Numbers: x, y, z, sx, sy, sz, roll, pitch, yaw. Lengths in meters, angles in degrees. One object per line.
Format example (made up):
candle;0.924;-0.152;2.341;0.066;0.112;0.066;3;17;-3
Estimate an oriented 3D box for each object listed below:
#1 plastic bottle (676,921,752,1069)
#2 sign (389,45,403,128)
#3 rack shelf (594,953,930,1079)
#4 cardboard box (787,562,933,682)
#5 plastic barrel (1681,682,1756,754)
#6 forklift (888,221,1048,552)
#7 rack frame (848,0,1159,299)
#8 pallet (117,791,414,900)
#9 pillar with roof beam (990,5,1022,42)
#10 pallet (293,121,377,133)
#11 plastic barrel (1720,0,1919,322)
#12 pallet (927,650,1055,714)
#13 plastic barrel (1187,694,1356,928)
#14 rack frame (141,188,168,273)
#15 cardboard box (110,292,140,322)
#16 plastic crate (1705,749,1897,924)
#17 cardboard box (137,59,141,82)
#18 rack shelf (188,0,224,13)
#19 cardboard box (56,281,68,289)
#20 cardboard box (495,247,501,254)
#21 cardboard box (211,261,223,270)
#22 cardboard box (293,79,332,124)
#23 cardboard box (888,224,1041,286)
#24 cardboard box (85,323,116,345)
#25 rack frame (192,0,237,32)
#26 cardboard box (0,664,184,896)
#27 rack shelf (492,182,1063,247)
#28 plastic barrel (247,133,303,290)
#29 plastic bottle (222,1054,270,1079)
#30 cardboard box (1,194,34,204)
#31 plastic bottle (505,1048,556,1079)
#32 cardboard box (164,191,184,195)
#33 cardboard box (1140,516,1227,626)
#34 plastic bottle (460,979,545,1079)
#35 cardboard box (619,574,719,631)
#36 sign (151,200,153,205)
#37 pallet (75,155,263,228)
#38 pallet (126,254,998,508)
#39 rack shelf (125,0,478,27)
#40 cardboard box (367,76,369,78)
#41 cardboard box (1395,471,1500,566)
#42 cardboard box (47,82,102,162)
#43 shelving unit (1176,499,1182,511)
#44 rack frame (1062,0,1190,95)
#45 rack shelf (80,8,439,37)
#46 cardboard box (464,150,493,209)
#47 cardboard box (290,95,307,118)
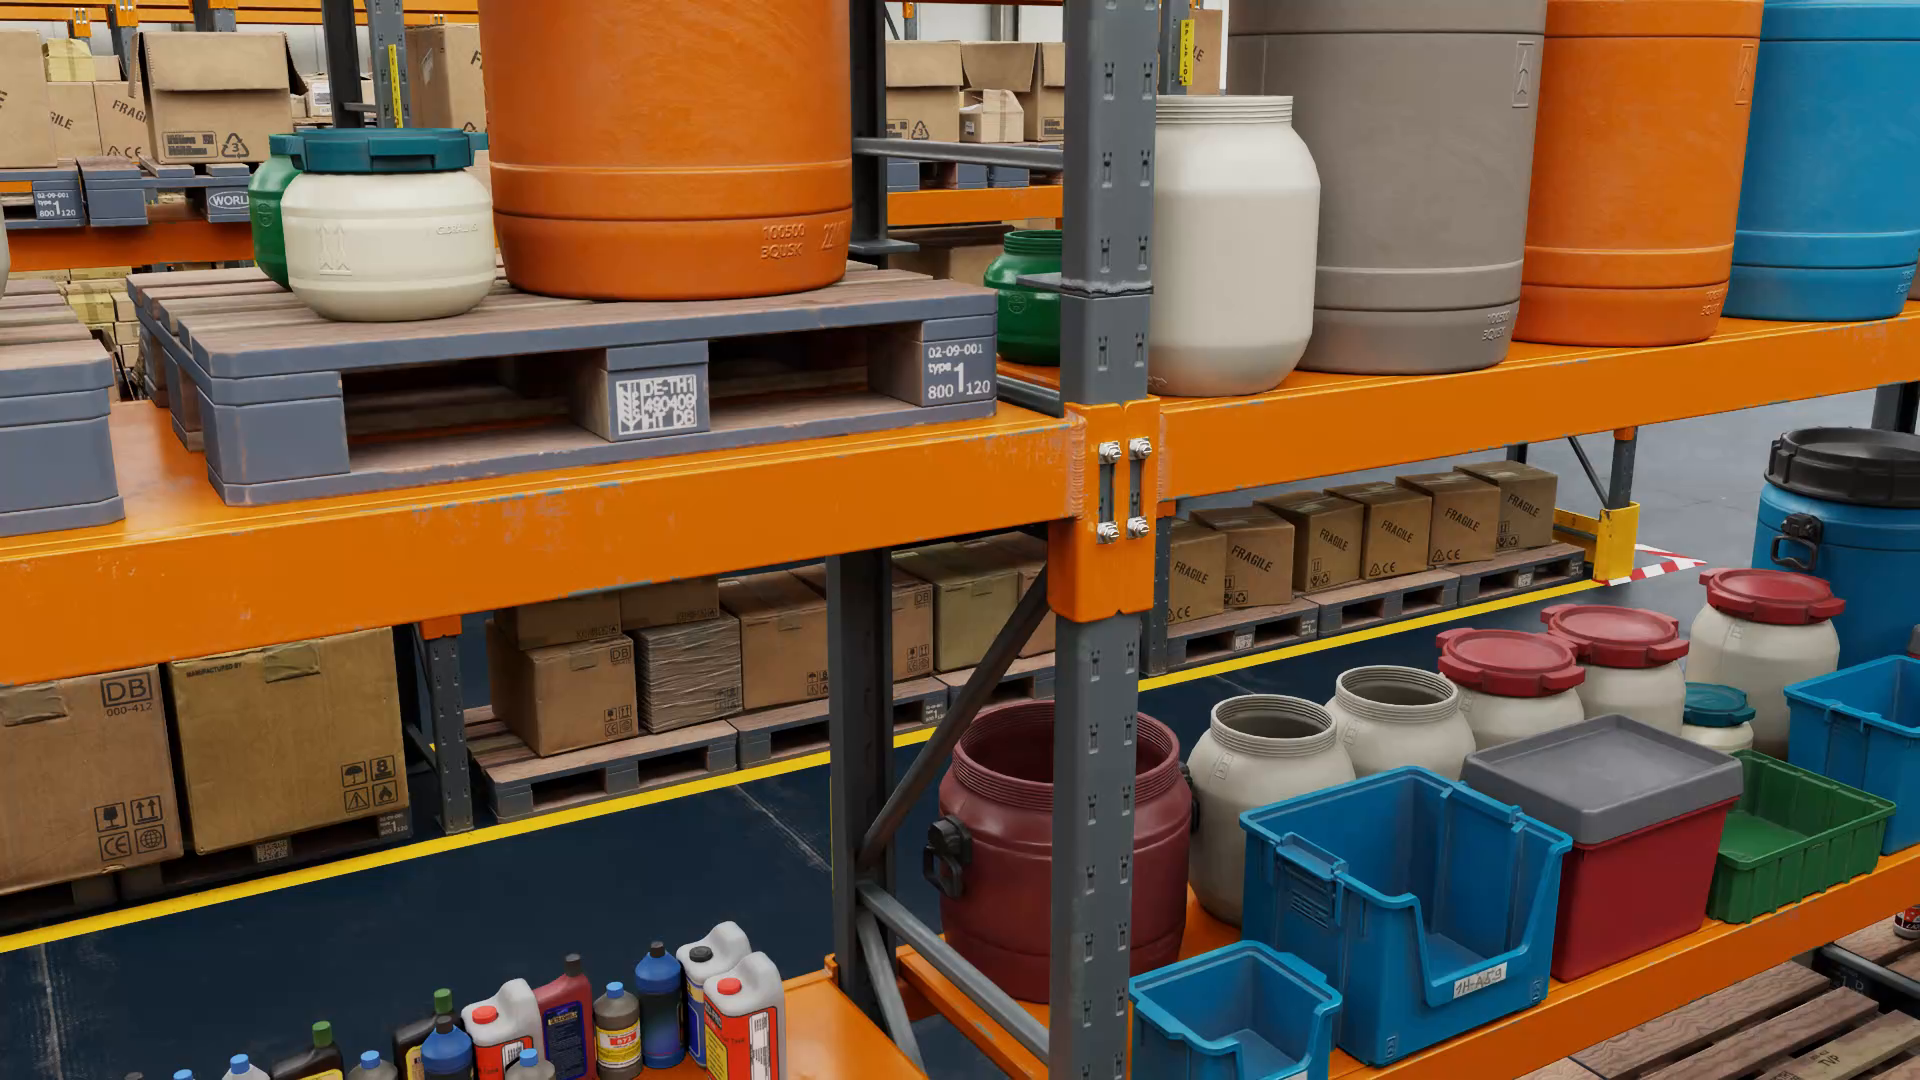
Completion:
plastic bottle;-0.530;0.976;3.599;0.135;0.276;0.152;-9;18;-30
sign;-2.264;-1.817;6.671;0.005;0.325;0.100;-9;18;-30
rack shelf;-1.707;1.556;2.636;4.000;0.370;1.077;-9;18;-30
cardboard box;-0.550;0.441;9.094;0.500;0.500;0.700;-11;19;-34
plastic barrel;2.223;0.590;5.003;0.301;0.262;0.301;0;16;0
forklift;-0.521;-1.318;11.682;3.031;2.935;1.130;-10;19;-32
rack frame;0.008;-1.957;2.721;0.127;3.000;1.000;-9;18;-30
pallet;-3.258;1.220;7.666;1.213;0.211;1.003;-9;18;-30
pillar with roof beam;2.950;-7.606;22.871;0.400;9.000;9.100;-9;18;-30
pallet;-4.486;-2.831;11.746;1.003;0.211;1.213;-8;18;-27
plastic barrel;1.991;-1.008;3.961;0.708;0.901;0.600;-9;18;-30
pallet;0.219;0.681;9.591;1.213;0.211;1.003;-9;18;-30
plastic barrel;0.780;0.685;4.202;0.421;0.512;0.421;0;16;0
rack frame;-7.647;-2.508;15.798;0.127;3.000;1.000;-9;18;-30
cardboard box;-5.411;-1.535;10.915;0.250;0.149;0.380;-9;18;-30
plastic crate;2.089;0.785;4.446;0.662;0.188;0.450;-9;18;-30
cardboard box;-5.224;-3.121;10.826;0.258;0.266;0.396;-9;18;-30
rack shelf;-6.725;-3.448;10.112;4.000;0.370;1.077;-9;18;-30
cardboard box;-8.376;-2.230;15.087;0.500;0.250;0.500;-9;18;-29
cardboard box;-3.749;-2.108;12.336;0.500;0.500;0.700;-10;18;-31
cardboard box;-7.013;-2.622;15.895;0.250;0.149;0.380;-11;19;-33
cardboard box;-6.354;-4.220;16.159;0.637;0.503;0.797;-9;18;-30
cardboard box;0.133;-1.184;9.186;1.000;1.000;1.000;-9;18;-29
cardboard box;-5.652;-1.352;10.812;0.250;0.149;0.380;-9;18;-28
rack frame;-5.011;-4.265;10.953;0.127;3.000;1.000;-9;18;-30
cardboard box;-3.913;0.819;7.088;0.875;0.875;1.225;-9;18;-30
rack shelf;-0.829;-1.591;8.302;4.000;0.370;1.077;-9;18;-30
plastic barrel;-1.019;-0.546;2.754;0.294;0.245;0.294;0;16;0
plastic bottle;-1.352;1.103;3.155;0.097;0.271;0.097;0;16;0
cardboard box;-8.391;-2.831;14.916;0.500;0.500;0.500;-9;18;-29
plastic bottle;-0.846;1.103;3.286;0.097;0.201;0.097;0;16;0
cardboard box;-9.611;-4.192;20.420;0.250;0.149;0.380;-9;18;-30
cardboard box;1.249;0.184;10.048;0.500;0.500;0.500;-10;18;-31
plastic bottle;-0.926;1.041;3.370;0.135;0.276;0.152;-9;18;-30
cardboard box;-1.535;0.240;8.424;0.500;0.250;0.500;-7;17;-23
sign;-7.358;-2.937;15.185;0.005;0.325;0.100;-9;18;-30
pallet;-3.068;-1.466;6.876;1.003;0.211;1.213;-8;18;-27
pallet;-0.698;-0.338;2.852;1.213;0.211;1.003;-9;18;-30
rack shelf;-5.932;-5.135;16.131;4.000;0.370;1.077;-9;18;-30
cardboard box;-7.272;-5.706;20.853;0.500;0.311;0.500;-10;18;-31
cardboard box;3.276;-0.151;11.246;0.500;0.500;0.500;-4;16;-15
cardboard box;-5.791;-2.658;10.592;0.500;0.500;0.500;-9;18;-30
shelving unit;1.191;-0.939;12.980;1.048;1.500;0.538;-10;19;-32
rack frame;0.886;-3.659;8.792;0.127;3.000;1.000;-9;18;-30
rack shelf;-8.492;-6.283;20.226;4.000;0.370;1.077;-9;18;-30
cardboard box;-2.009;-1.593;7.257;0.500;0.250;0.500;-9;18;-29
cardboard box;-4.642;-2.959;11.355;0.250;0.149;0.380;-10;19;-32
